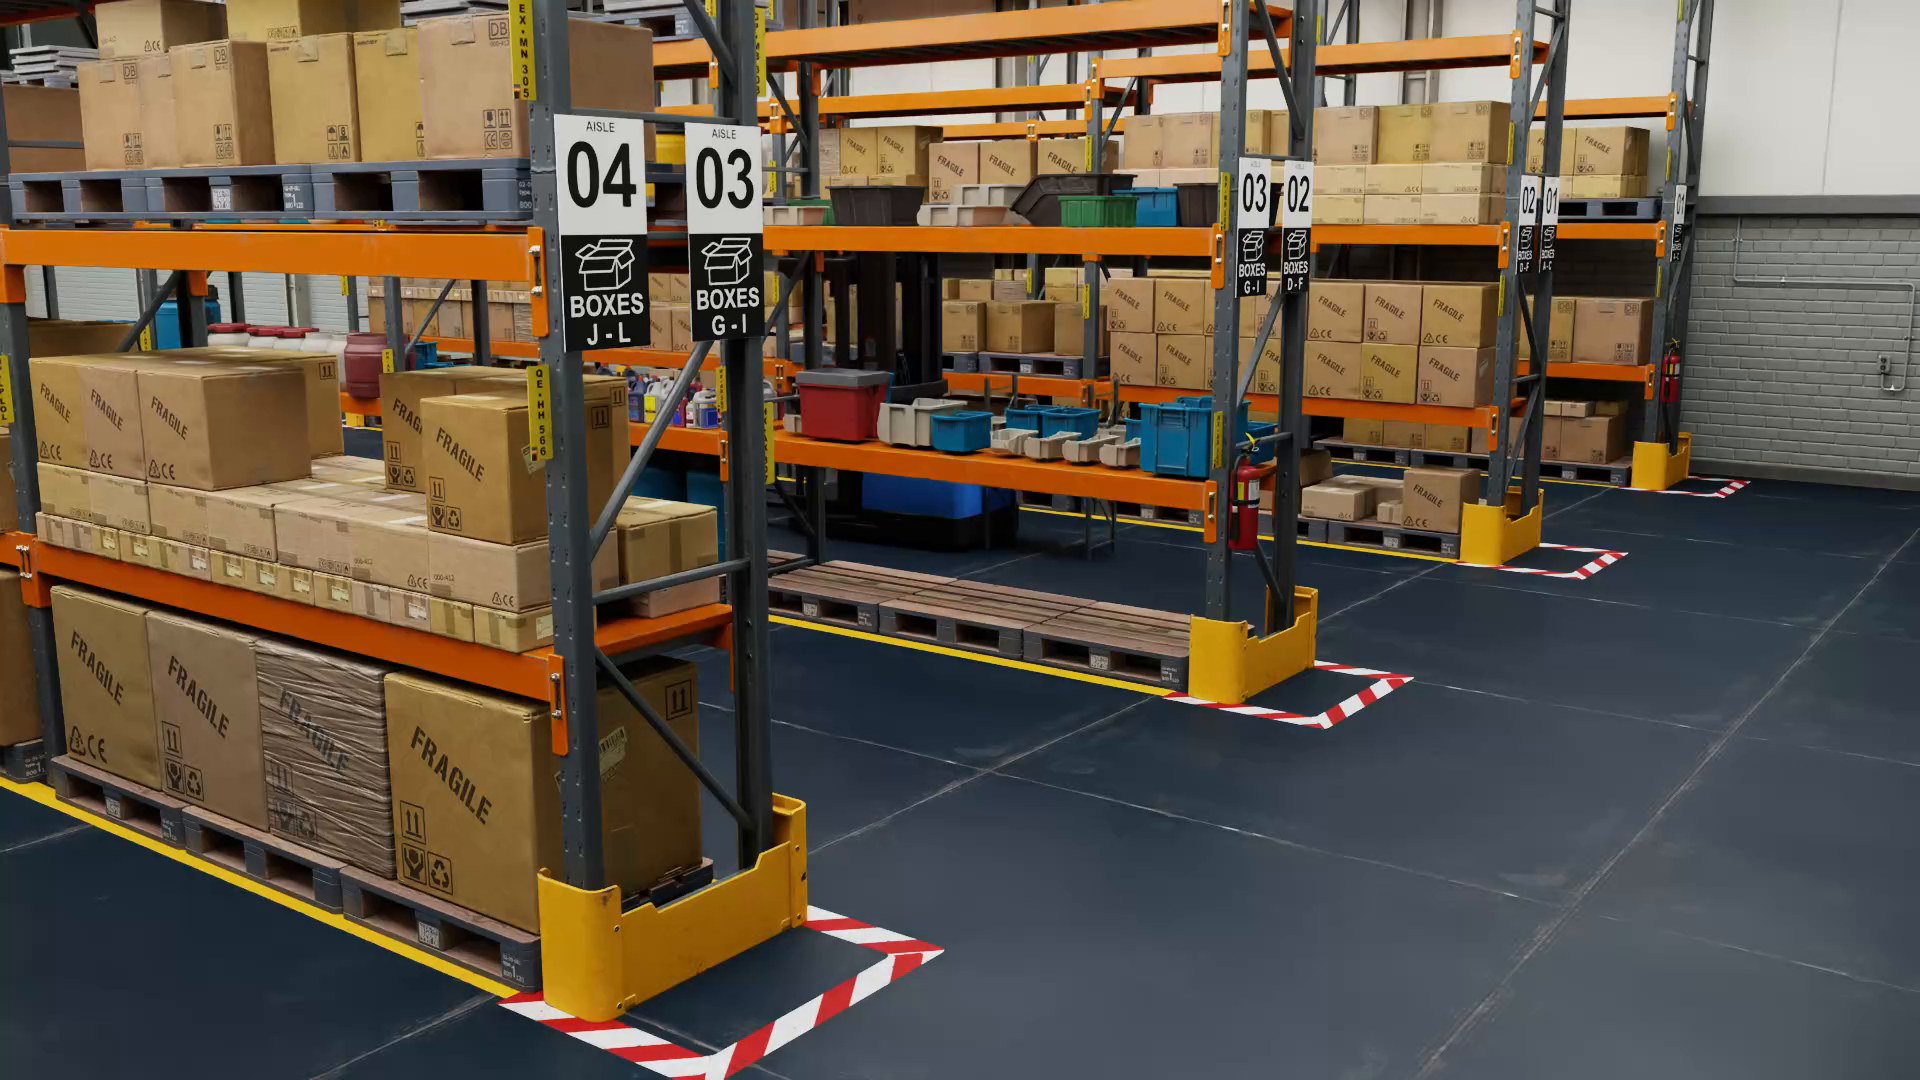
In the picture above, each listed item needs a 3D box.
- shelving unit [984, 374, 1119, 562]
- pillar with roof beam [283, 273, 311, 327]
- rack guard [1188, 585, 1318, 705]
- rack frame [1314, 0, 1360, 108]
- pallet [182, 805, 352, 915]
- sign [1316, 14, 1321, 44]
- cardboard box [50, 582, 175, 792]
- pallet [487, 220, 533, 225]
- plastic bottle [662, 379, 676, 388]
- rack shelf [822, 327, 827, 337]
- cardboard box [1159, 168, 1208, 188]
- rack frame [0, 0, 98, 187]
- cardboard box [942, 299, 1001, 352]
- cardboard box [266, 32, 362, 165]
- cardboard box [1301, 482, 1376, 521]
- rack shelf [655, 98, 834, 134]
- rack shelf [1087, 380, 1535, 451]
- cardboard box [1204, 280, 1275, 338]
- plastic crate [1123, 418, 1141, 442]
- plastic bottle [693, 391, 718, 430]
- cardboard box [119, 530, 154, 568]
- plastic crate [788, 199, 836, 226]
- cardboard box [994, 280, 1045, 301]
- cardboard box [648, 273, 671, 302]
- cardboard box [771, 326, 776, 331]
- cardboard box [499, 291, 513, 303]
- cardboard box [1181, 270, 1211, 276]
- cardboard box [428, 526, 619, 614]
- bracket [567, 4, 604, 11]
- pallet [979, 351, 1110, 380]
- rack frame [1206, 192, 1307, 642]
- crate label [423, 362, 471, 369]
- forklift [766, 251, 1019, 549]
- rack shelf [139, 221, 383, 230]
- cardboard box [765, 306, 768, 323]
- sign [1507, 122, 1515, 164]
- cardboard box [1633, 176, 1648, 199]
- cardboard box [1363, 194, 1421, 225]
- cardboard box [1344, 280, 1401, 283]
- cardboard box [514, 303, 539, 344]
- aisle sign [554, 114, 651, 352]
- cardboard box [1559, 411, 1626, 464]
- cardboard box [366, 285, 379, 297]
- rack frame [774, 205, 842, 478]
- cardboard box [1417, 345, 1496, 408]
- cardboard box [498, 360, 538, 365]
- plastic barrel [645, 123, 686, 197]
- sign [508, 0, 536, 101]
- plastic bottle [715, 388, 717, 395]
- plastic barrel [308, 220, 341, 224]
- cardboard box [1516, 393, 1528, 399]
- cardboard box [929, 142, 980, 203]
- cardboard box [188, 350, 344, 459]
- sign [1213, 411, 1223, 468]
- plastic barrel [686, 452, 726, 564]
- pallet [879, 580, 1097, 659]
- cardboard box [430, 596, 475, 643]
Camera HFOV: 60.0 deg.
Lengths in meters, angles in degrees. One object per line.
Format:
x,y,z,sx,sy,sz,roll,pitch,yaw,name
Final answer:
0.784,-0.645,14.418,1.048,1.500,0.538,7,13,33,shelving unit
-16.354,-7.597,30.607,0.548,9.000,9.100,8,13,36,pillar with roof beam
1.849,0.636,10.428,0.348,0.500,1.175,8,13,36,rack guard
4.462,-5.504,19.788,0.127,3.000,1.000,8,13,36,rack frame
-2.780,1.320,7.652,1.213,0.211,1.003,8,13,36,pallet
4.151,-5.917,19.256,0.005,0.325,0.100,8,13,36,sign
-3.849,0.640,8.314,0.875,0.875,0.875,8,13,36,cardboard box
-3.008,-2.622,13.286,1.213,0.211,1.003,8,13,36,pallet
-2.386,-1.172,13.518,0.135,0.276,0.152,8,13,36,plastic bottle
-0.374,-2.880,23.913,4.000,0.370,1.077,8,13,36,rack shelf
2.182,-3.296,15.350,0.500,0.250,0.500,8,13,36,cardboard box
-4.334,-3.229,8.029,0.127,3.000,1.000,8,13,36,rack frame
0.072,-2.244,17.365,0.500,0.500,0.700,4,12,21,cardboard box
-2.388,-1.794,6.875,0.500,0.500,0.700,7,13,32,cardboard box
3.425,-0.351,15.028,0.500,0.250,0.500,8,13,36,cardboard box
-3.303,-4.870,19.459,4.000,0.370,1.077,8,13,36,rack shelf
3.145,-1.222,15.342,4.000,0.370,1.077,8,13,36,rack shelf
2.576,-2.128,15.236,0.500,0.500,0.500,7,13,34,cardboard box
1.287,-0.692,10.991,0.300,0.233,0.416,8,13,36,plastic crate
-1.911,-0.976,12.503,0.135,0.276,0.152,8,13,36,plastic bottle
-3.655,0.012,7.731,0.250,0.149,0.380,7,13,34,cardboard box
-0.882,-2.409,12.247,0.662,0.188,0.450,8,13,36,plastic crate
0.853,-3.325,22.897,0.500,0.500,0.700,6,13,29,cardboard box
-4.611,-4.055,26.463,0.500,0.500,0.500,8,14,36,cardboard box
-2.297,-2.336,19.442,0.500,0.311,0.500,8,13,35,cardboard box
-5.672,-3.122,21.298,0.250,0.149,0.380,7,13,34,cardboard box
3.117,-3.261,20.918,0.500,0.250,0.500,8,14,37,cardboard box
-1.657,0.080,6.332,0.500,0.250,0.500,8,13,35,cardboard box
-6.769,-8.958,28.165,4.783,0.066,0.076,8,13,36,bracket
0.953,-1.812,17.005,1.213,0.211,1.003,8,13,36,pallet
1.822,-0.592,10.194,0.127,3.000,1.000,8,13,36,rack frame
-4.744,-1.514,15.400,0.416,0.233,0.303,8,13,36,crate label
-0.975,-1.550,15.325,3.031,2.935,1.130,7,13,33,forklift
-6.238,-2.836,15.789,4.000,0.370,1.077,8,13,36,rack shelf
-2.944,-3.458,25.351,0.500,0.250,0.500,8,14,36,cardboard box
4.412,-3.175,13.315,0.005,0.325,0.100,8,13,36,sign
7.243,-3.883,18.332,0.500,0.250,0.500,9,14,38,cardboard box
3.790,-2.825,14.230,0.500,0.250,0.500,8,13,36,cardboard box
3.729,-2.095,15.066,0.500,0.500,0.500,8,14,36,cardboard box
-5.276,-2.797,21.328,0.500,0.500,0.700,8,13,34,cardboard box
-1.229,-1.056,5.748,0.004,0.787,0.394,8,13,36,aisle sign
7.063,-1.151,18.559,0.500,0.500,0.700,8,13,36,cardboard box
-7.950,-3.439,22.940,0.250,0.149,0.380,8,13,35,cardboard box
-1.691,-2.250,18.761,0.127,3.000,1.000,8,13,36,rack frame
4.235,-1.408,14.147,0.500,0.500,0.500,8,14,37,cardboard box
-5.910,-2.136,22.333,0.500,0.500,0.500,8,13,36,cardboard box
-2.258,-2.885,12.546,0.600,0.588,0.600,0,11,0,plastic barrel
-1.442,-1.621,5.492,0.005,0.325,0.100,8,13,36,sign
-1.922,-1.148,13.403,0.097,0.271,0.097,0,11,0,plastic bottle
-5.789,-3.004,15.126,0.301,0.262,0.301,0,11,0,plastic barrel
6.466,-1.600,19.170,0.250,0.149,0.380,8,14,36,cardboard box
0.094,-3.794,17.216,0.600,0.600,0.600,7,13,33,cardboard box
-3.404,-0.657,8.164,0.500,0.500,0.500,8,14,36,cardboard box
1.509,-0.586,9.734,0.005,0.325,0.100,8,13,36,sign
-1.830,-0.282,13.008,0.708,0.901,0.600,8,13,36,plastic barrel
0.201,0.541,11.678,1.213,0.211,1.003,8,13,36,pallet
-1.802,0.271,6.394,0.250,0.149,0.380,8,14,36,cardboard box
